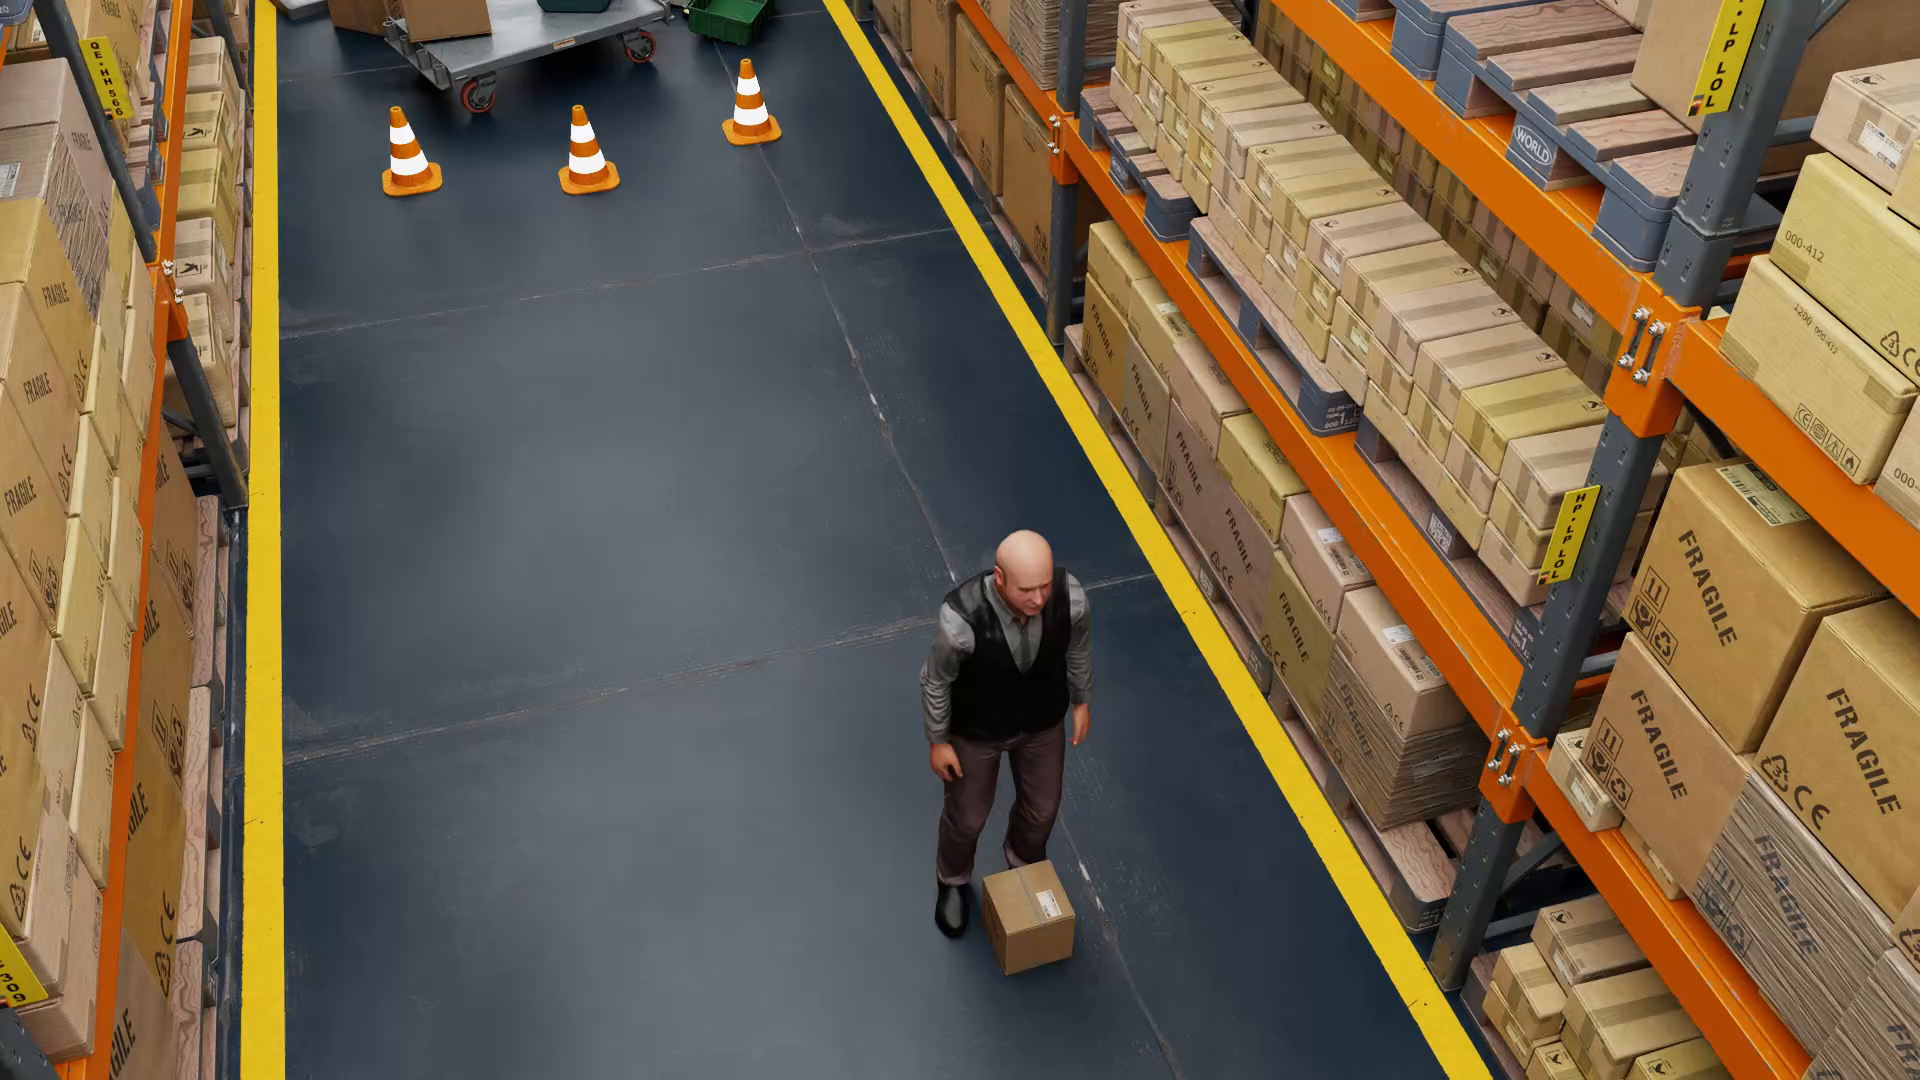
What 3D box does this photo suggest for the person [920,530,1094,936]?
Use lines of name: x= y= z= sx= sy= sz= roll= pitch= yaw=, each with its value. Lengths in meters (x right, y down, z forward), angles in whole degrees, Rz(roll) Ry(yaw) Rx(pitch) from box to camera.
person: x=0.161 y=0.609 z=5.500 sx=0.590 sy=1.722 sz=0.464 roll=-13 pitch=44 yaw=-14
